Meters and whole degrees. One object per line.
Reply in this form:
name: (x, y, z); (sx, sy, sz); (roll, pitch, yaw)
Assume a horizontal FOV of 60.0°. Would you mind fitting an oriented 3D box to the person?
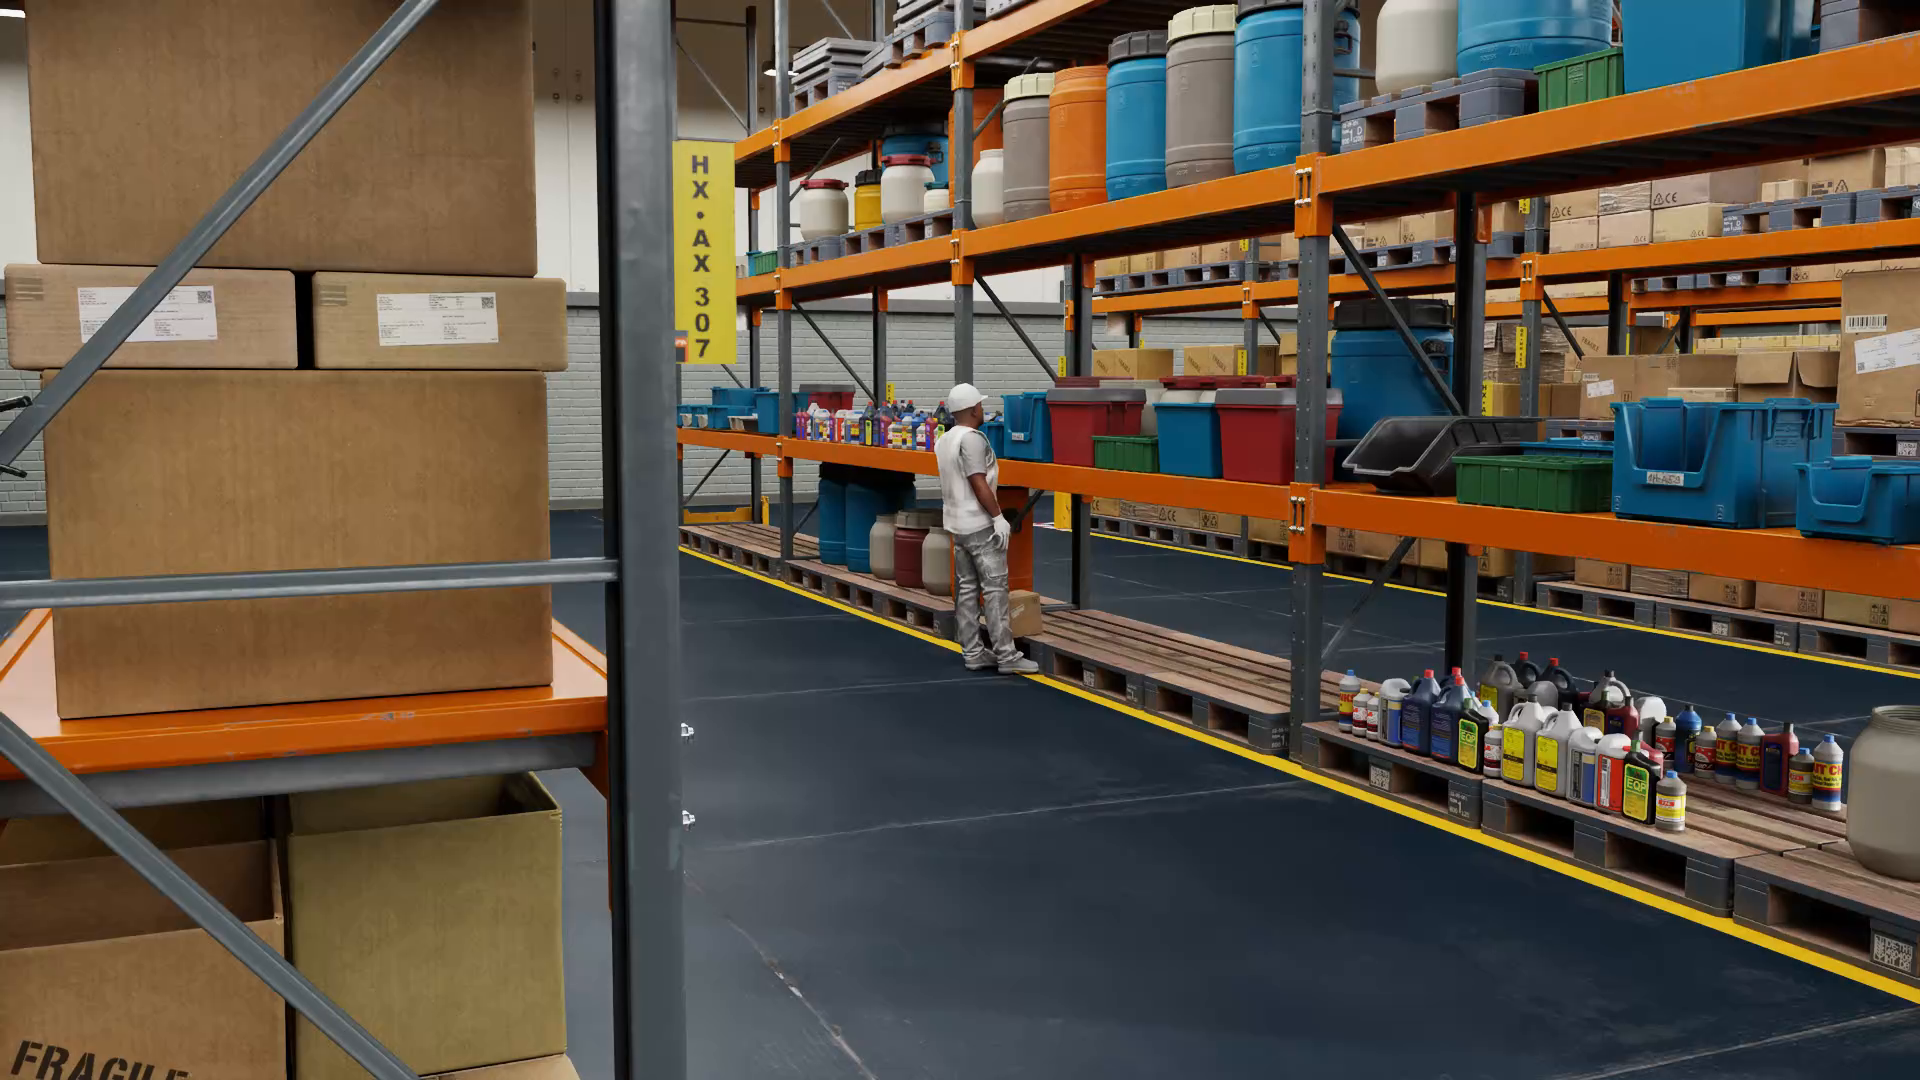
person: (0.165, -0.082, 10.378); (0.577, 1.783, 0.657); (-2, 6, -24)
